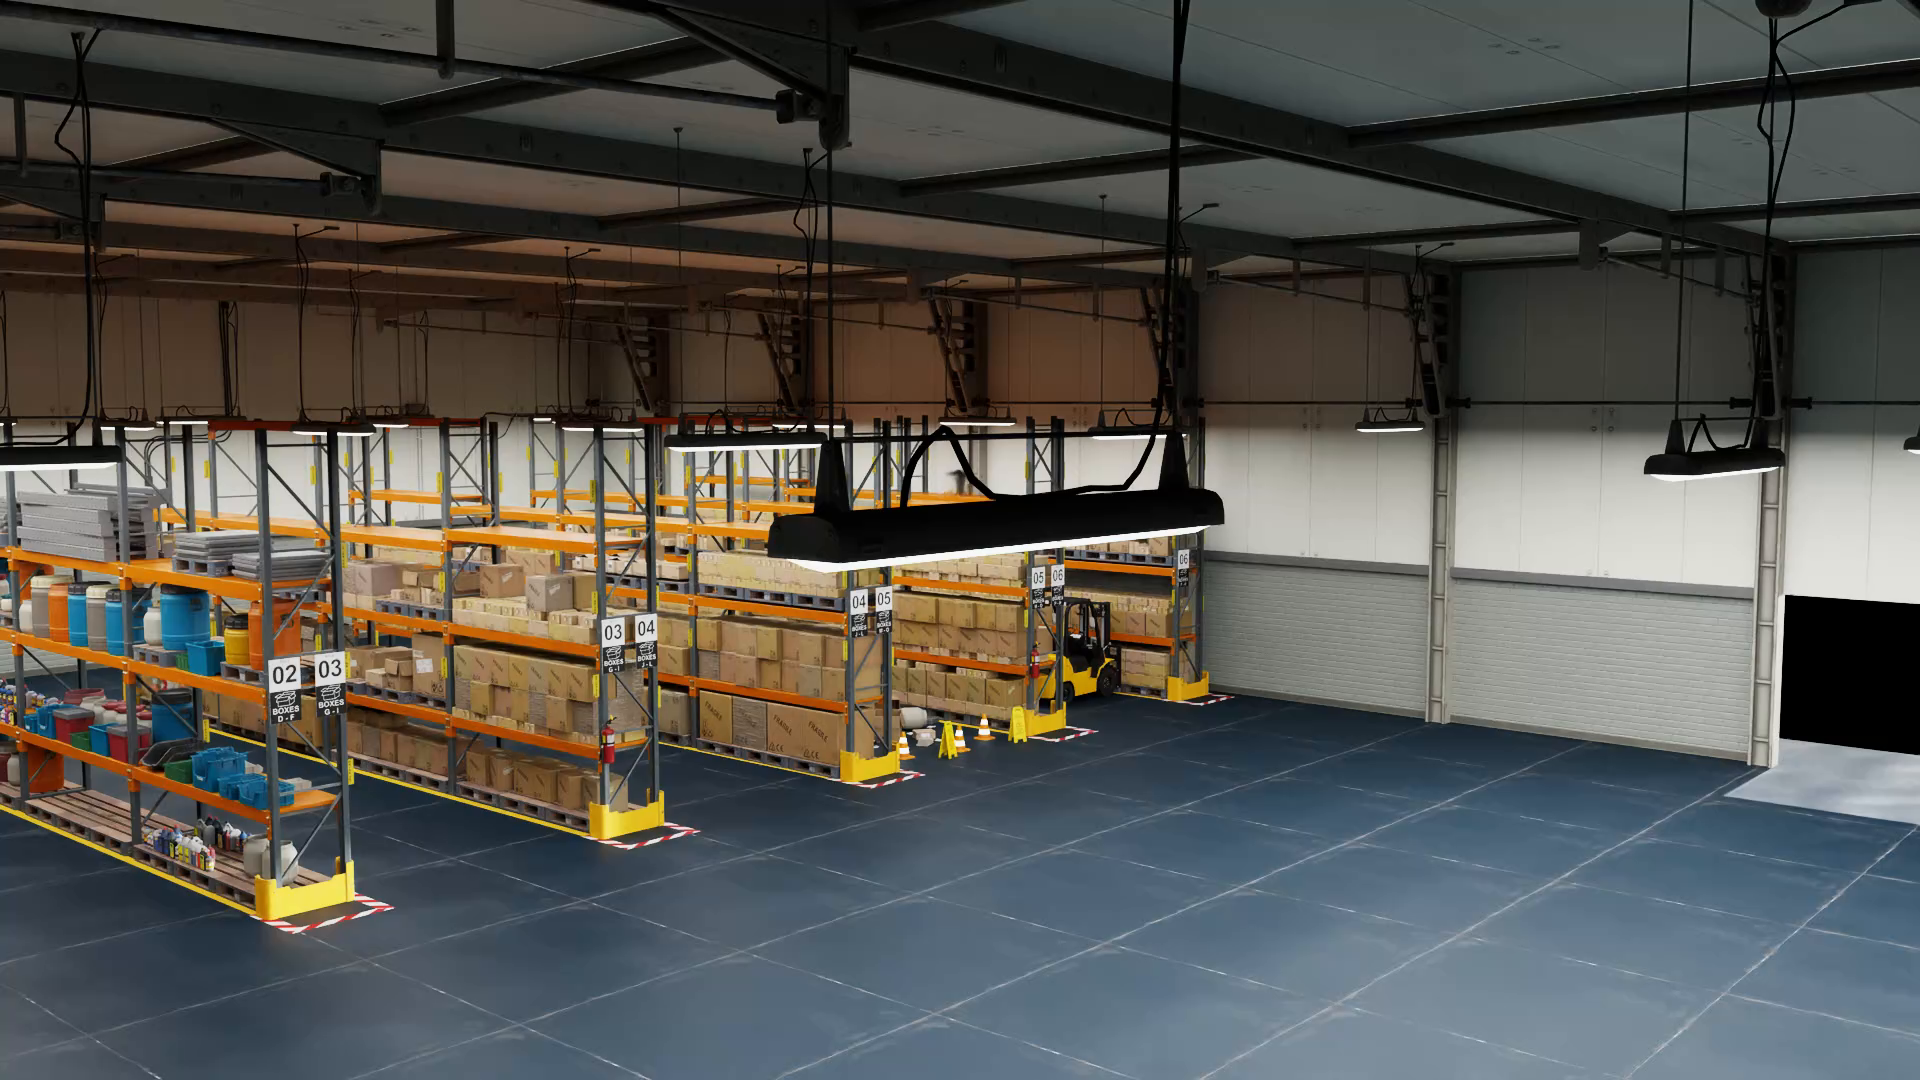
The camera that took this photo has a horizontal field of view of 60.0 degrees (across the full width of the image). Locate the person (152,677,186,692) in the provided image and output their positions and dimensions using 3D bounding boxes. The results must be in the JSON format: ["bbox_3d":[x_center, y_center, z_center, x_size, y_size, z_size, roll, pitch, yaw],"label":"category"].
[{"bbox_3d":[-14.521,2.927,30.624,0.645,1.729,0.660,5,7,44],"label":"person"}]
